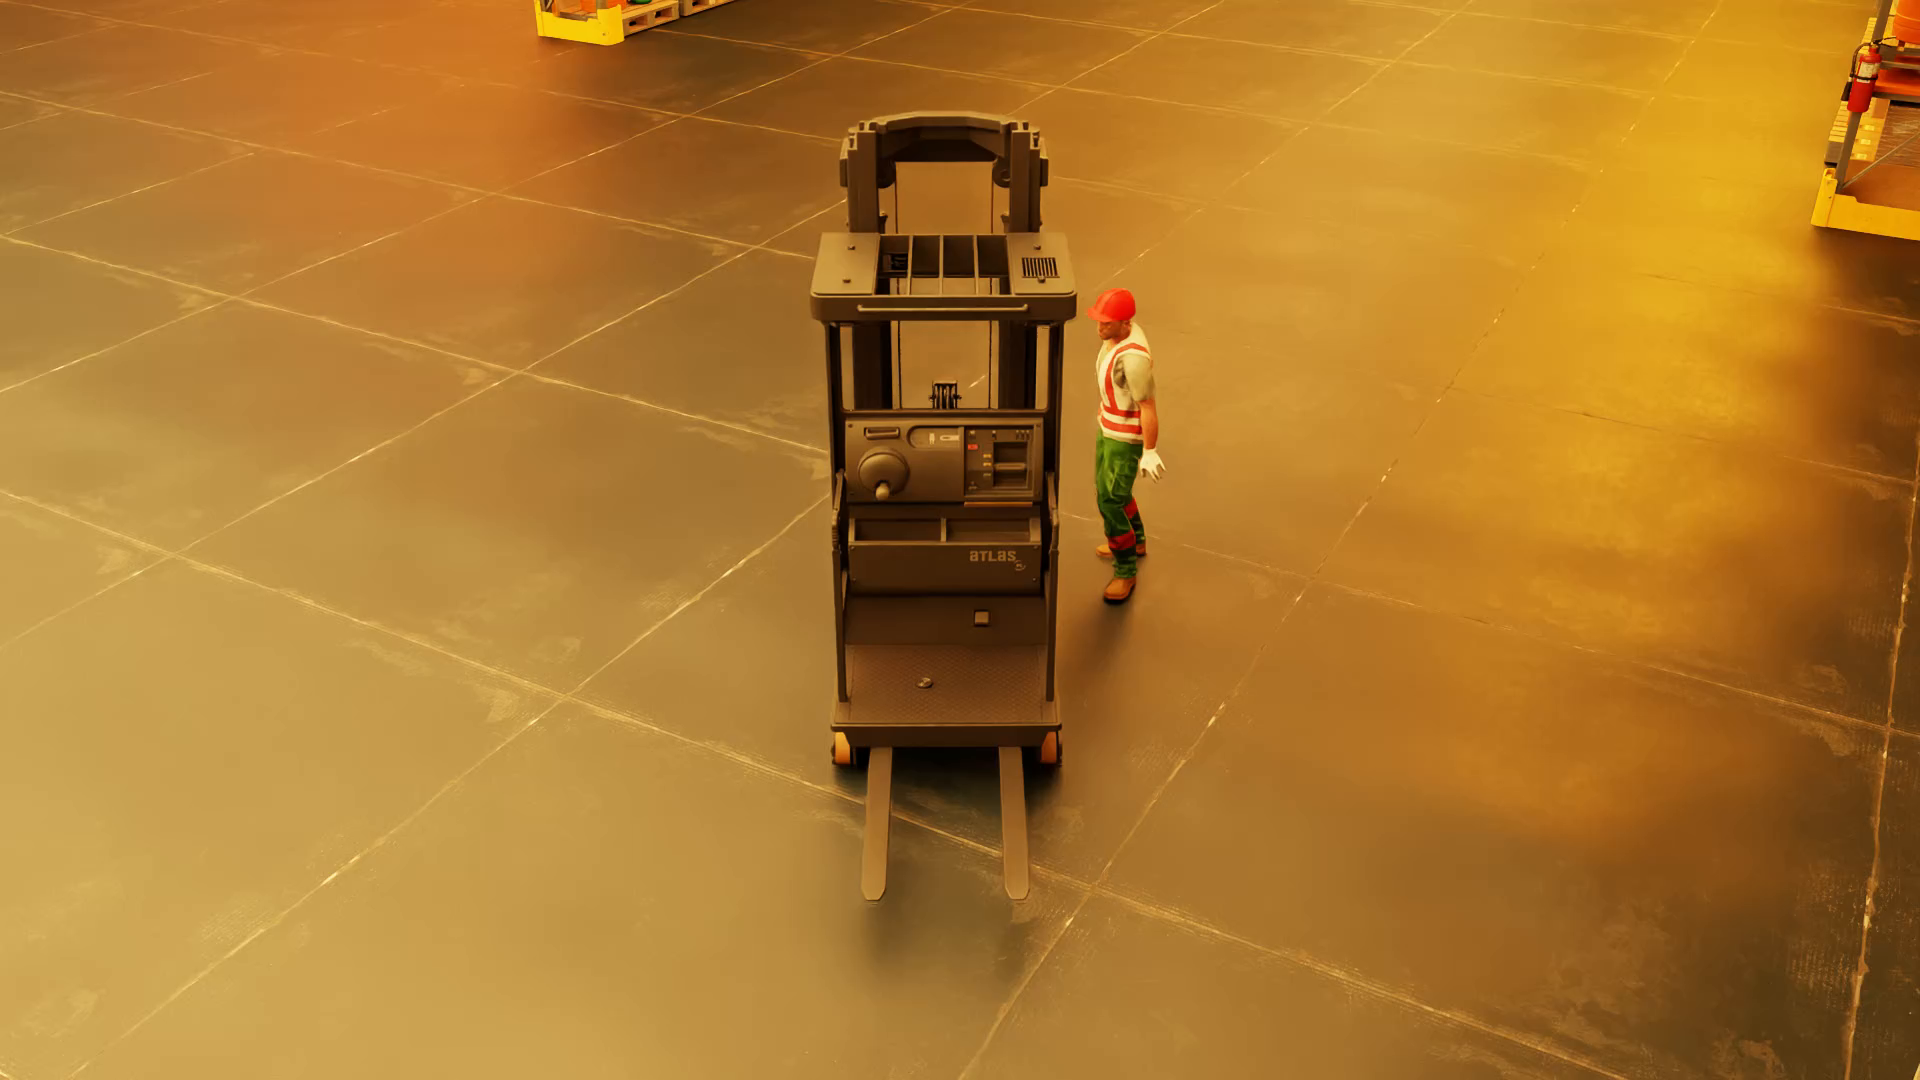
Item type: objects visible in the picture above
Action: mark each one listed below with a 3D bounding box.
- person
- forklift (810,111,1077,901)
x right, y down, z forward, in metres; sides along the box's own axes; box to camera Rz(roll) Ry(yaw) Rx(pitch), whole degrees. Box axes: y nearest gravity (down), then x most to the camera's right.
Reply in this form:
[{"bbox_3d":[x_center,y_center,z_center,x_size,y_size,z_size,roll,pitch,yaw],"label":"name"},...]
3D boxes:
[{"bbox_3d":[0.894,-0.606,9.326,0.454,1.749,0.879,-4,30,-6],"label":"person"},{"bbox_3d":[-0.069,-0.330,7.642,1.130,2.935,3.031,0,30,0],"label":"forklift"}]
